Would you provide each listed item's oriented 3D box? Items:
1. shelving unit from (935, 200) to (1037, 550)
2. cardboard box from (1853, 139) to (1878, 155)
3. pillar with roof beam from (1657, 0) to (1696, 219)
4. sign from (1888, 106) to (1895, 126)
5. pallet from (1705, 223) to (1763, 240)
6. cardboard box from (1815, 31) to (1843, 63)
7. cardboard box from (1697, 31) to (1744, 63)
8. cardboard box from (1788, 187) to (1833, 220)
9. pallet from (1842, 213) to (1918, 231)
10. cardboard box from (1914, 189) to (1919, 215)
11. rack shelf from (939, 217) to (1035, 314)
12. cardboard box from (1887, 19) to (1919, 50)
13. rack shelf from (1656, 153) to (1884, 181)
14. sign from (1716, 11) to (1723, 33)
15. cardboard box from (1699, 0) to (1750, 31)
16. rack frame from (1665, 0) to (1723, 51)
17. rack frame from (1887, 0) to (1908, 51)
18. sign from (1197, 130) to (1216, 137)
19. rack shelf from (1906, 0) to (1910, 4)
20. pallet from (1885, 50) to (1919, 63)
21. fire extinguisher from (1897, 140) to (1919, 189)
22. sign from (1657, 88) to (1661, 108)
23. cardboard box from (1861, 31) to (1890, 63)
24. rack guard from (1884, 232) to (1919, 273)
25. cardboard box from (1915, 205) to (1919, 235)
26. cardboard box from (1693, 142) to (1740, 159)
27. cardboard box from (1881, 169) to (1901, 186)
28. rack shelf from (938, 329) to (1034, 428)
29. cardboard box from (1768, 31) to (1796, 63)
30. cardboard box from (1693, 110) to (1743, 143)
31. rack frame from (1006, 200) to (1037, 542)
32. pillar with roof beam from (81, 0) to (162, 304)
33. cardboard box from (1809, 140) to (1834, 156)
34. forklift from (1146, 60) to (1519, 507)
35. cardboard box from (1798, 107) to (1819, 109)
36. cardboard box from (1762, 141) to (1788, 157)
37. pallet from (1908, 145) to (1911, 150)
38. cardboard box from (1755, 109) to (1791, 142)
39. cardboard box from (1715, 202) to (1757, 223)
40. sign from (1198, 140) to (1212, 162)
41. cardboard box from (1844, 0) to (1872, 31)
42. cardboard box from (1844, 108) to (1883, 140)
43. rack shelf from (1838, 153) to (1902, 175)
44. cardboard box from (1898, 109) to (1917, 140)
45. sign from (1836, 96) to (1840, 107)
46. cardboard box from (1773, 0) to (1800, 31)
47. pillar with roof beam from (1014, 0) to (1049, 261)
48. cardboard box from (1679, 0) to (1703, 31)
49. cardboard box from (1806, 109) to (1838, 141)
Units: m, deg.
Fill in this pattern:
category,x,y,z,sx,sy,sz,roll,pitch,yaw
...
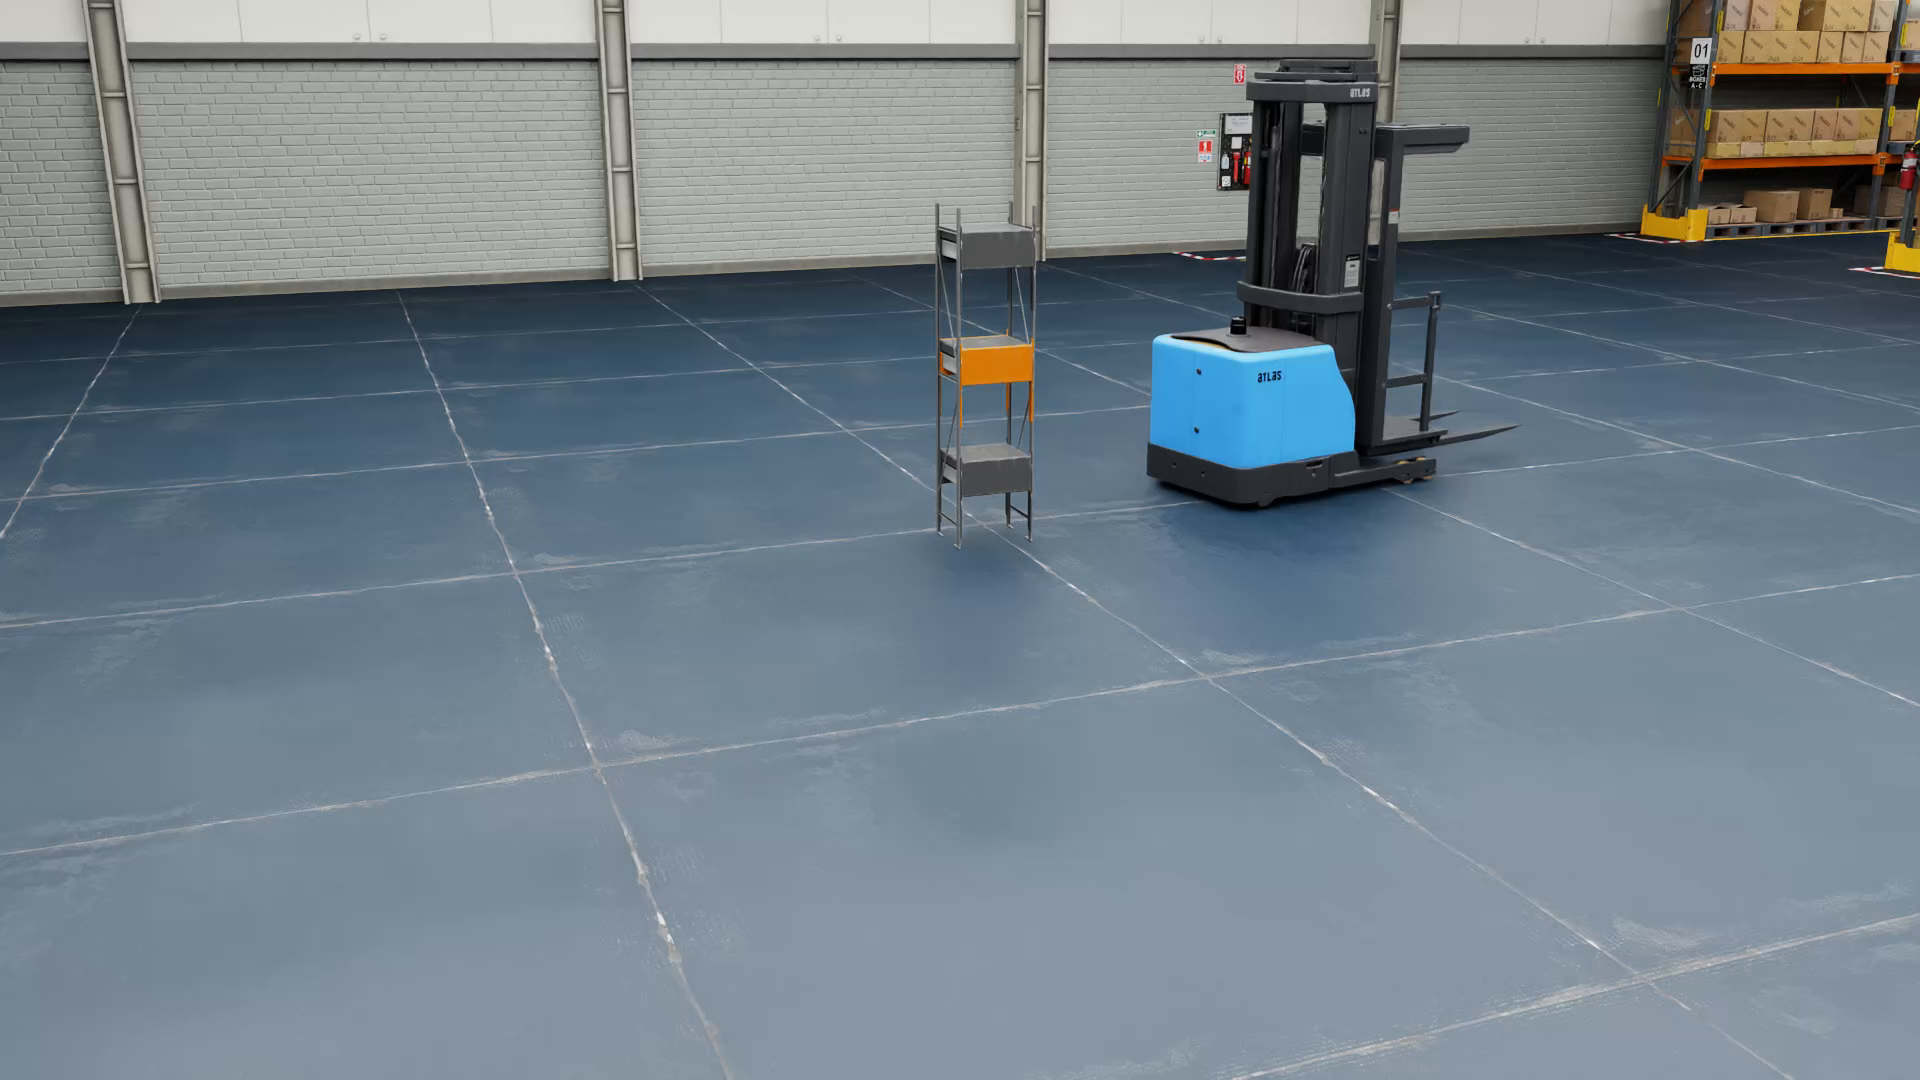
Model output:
category,x,y,z,sx,sy,sz,roll,pitch,yaw
shelving unit,0.155,-1.024,10.359,0.503,2.100,0.431,-6,17,-20
cardboard box,15.299,-6.741,28.462,0.500,0.250,0.500,-6,17,-20
pillar with roof beam,13.782,-8.572,23.818,0.400,9.000,9.100,-6,17,-20
sign,15.834,-7.205,28.272,0.005,0.325,0.100,-6,17,-20
pallet,12.740,-5.270,28.171,1.213,0.211,1.003,-6,17,-20
cardboard box,14.269,-8.199,27.657,0.500,0.500,0.500,-7,18,-22
cardboard box,12.300,-7.993,26.956,0.500,0.500,0.500,-6,17,-19
cardboard box,14.678,-5.828,28.776,0.500,0.500,0.500,-8,18,-24
pallet,16.359,-5.672,29.539,1.213,0.211,1.003,-6,17,-20
cardboard box,16.779,-6.087,29.658,0.500,0.500,0.700,-7,18,-21
rack shelf,0.155,-1.683,10.166,0.480,0.518,0.431,-6,17,-20
cardboard box,16.172,-8.654,28.498,0.500,0.500,0.500,-4,17,-12
rack shelf,13.765,-6.385,28.293,4.000,0.370,1.077,-6,17,-20
sign,12.092,-8.244,26.473,0.005,0.325,0.100,-6,17,-20
cardboard box,12.344,-8.480,26.839,0.500,0.500,0.500,-8,18,-24
rack frame,11.898,-9.406,26.659,0.127,3.000,1.000,-6,17,-20
rack frame,15.633,-9.810,28.033,0.127,3.000,1.000,-6,17,-20
sign,3.772,-6.223,25.462,0.331,0.109,0.001,-6,17,-20
rack shelf,17.501,-9.474,28.877,4.000,0.370,1.077,-6,17,-20
pallet,16.248,-8.315,28.598,1.003,0.211,1.213,-6,17,-20
fire extinguisher,13.397,-5.298,23.454,0.183,0.674,0.296,-6,17,-20
sign,11.718,-7.383,27.801,0.005,0.325,0.100,-6,17,-20
cardboard box,15.248,-8.312,28.043,0.500,0.500,0.500,-6,17,-19
rack guard,13.651,-4.023,23.412,0.348,0.500,1.175,-6,17,-20
cardboard box,14.068,-4.599,23.741,0.500,0.500,0.500,-6,17,-20
cardboard box,12.467,-6.431,27.406,0.500,0.250,0.500,-7,18,-22
cardboard box,16.724,-6.427,29.484,0.500,0.250,0.500,-7,18,-21
rack shelf,0.155,-1.011,10.363,0.480,0.518,0.431,-6,17,-20
cardboard box,13.297,-8.091,27.290,0.500,0.500,0.500,-5,17,-18
cardboard box,12.451,-6.795,27.312,0.500,0.500,0.500,-6,17,-20
rack frame,0.382,-1.049,10.443,0.015,2.100,0.400,-6,17,-20
pillar with roof beam,-8.629,-6.152,15.578,0.400,9.000,9.100,-6,17,-20
cardboard box,14.367,-6.639,28.112,0.500,0.250,0.500,-6,17,-20
forklift,2.857,-1.924,11.948,3.031,2.935,1.130,-10,19,-31
cardboard box,14.635,-7.185,28.642,0.500,0.500,0.500,-6,17,-20
cardboard box,13.425,-6.537,27.767,0.500,0.250,0.500,-6,18,-21
pallet,17.534,-7.032,29.562,1.213,0.211,1.003,-6,17,-20
cardboard box,13.401,-6.892,27.644,0.500,0.500,0.500,-7,18,-22
cardboard box,13.108,-5.553,28.174,0.500,0.311,0.500,-5,17,-15
sign,3.765,-5.971,25.543,0.234,0.329,0.001,-6,17,-20
cardboard box,14.751,-8.728,27.684,0.500,0.500,0.500,-5,17,-17
cardboard box,15.302,-7.100,28.351,0.500,0.500,0.500,-6,17,-20
rack shelf,17.501,-6.788,29.666,4.000,0.370,1.077,-6,17,-20
cardboard box,16.645,-7.287,29.131,0.500,0.500,0.700,-4,17,-14
sign,15.431,-7.633,29.211,0.005,0.325,0.100,-6,17,-20
cardboard box,13.306,-8.571,27.152,0.500,0.500,0.500,-6,17,-19
pillar with roof beam,2.577,-7.362,19.698,0.400,9.000,9.100,-6,17,-20
cardboard box,12.207,-8.617,27.306,0.500,0.500,0.500,-5,17,-18
cardboard box,14.364,-7.000,28.011,0.500,0.500,0.500,-7,18,-22
